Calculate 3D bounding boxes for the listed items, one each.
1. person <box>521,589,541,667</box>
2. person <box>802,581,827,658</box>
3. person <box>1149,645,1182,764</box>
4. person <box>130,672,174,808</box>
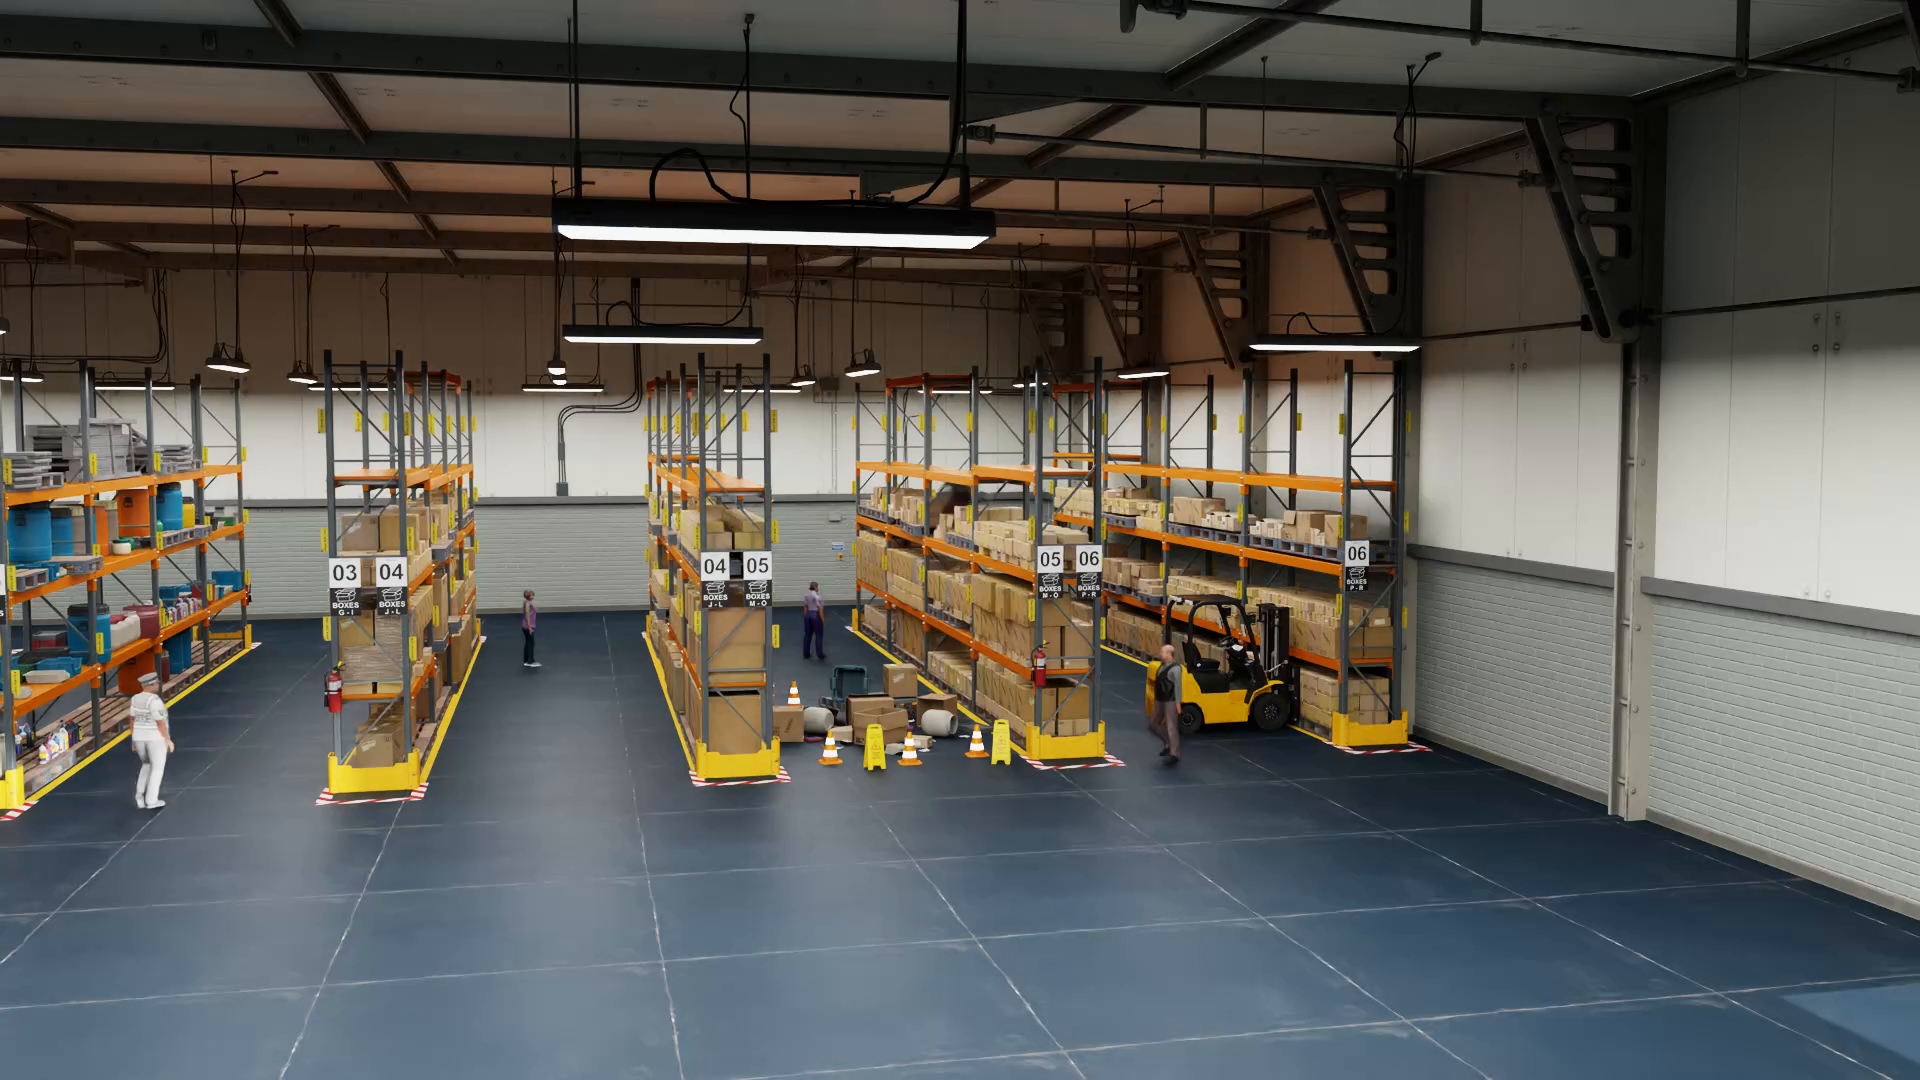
[{"bbox_3d":[-8.834,1.810,34.249,0.387,1.600,0.478,-1,4,-17],"label":"person"},{"bbox_3d":[-3.143,1.712,35.653,0.568,1.670,0.394,4,5,42],"label":"person"},{"bbox_3d":[3.094,2.415,24.677,0.438,1.720,0.601,-2,4,-21],"label":"person"},{"bbox_3d":[-10.523,2.620,21.654,0.567,1.814,0.461,1,4,10],"label":"person"}]
